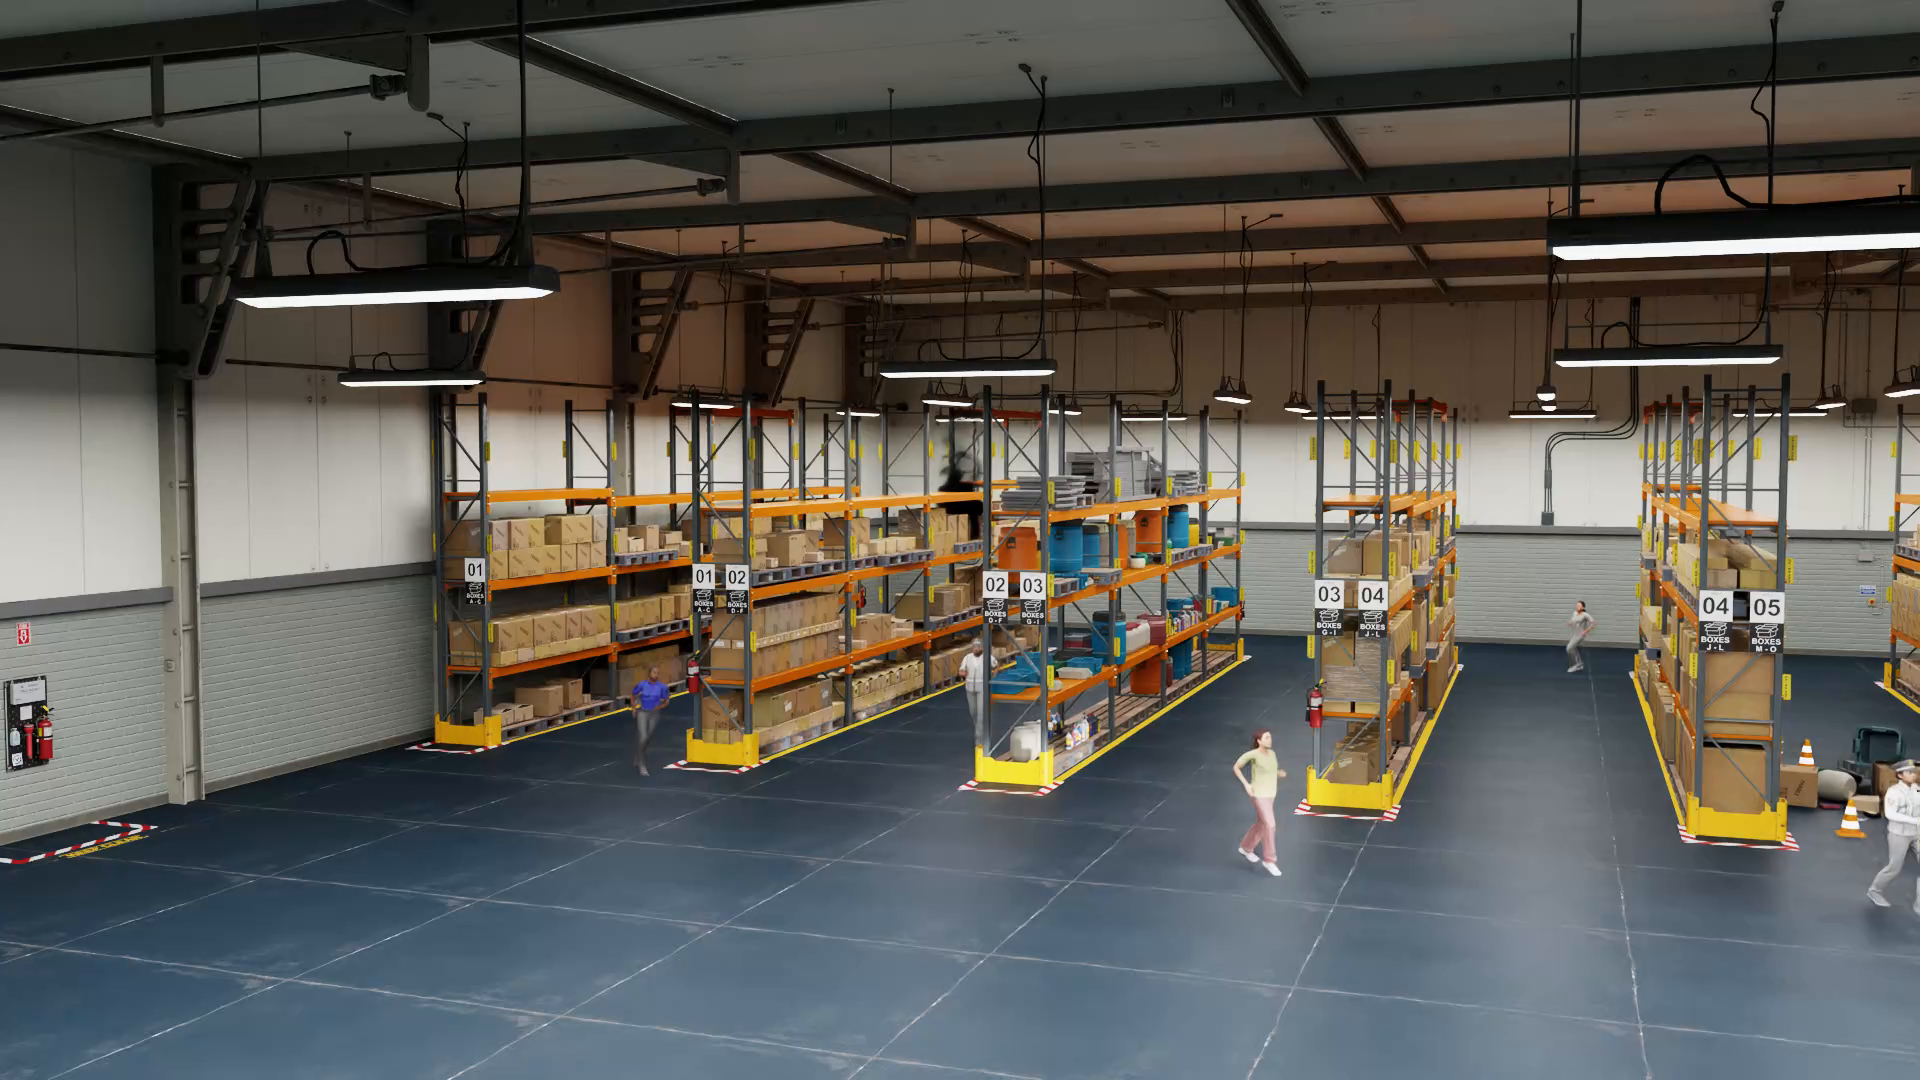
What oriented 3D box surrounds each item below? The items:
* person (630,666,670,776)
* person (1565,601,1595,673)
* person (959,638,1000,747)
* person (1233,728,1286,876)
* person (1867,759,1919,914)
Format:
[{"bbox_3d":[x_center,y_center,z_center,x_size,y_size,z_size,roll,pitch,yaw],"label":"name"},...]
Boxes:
[{"bbox_3d":[-4.853,2.805,26.053,0.585,1.674,0.775,-1,3,-25],"label":"person"},{"bbox_3d":[13.975,2.196,37.577,0.649,1.642,0.575,-1,3,-18],"label":"person"},{"bbox_3d":[0.304,2.584,28.547,0.648,1.828,0.851,1,3,17],"label":"person"},{"bbox_3d":[3.612,3.107,19.936,0.566,1.712,0.753,-3,4,-40],"label":"person"},{"bbox_3d":[10.180,3.210,17.941,0.616,1.744,0.751,-1,3,-17],"label":"person"}]
